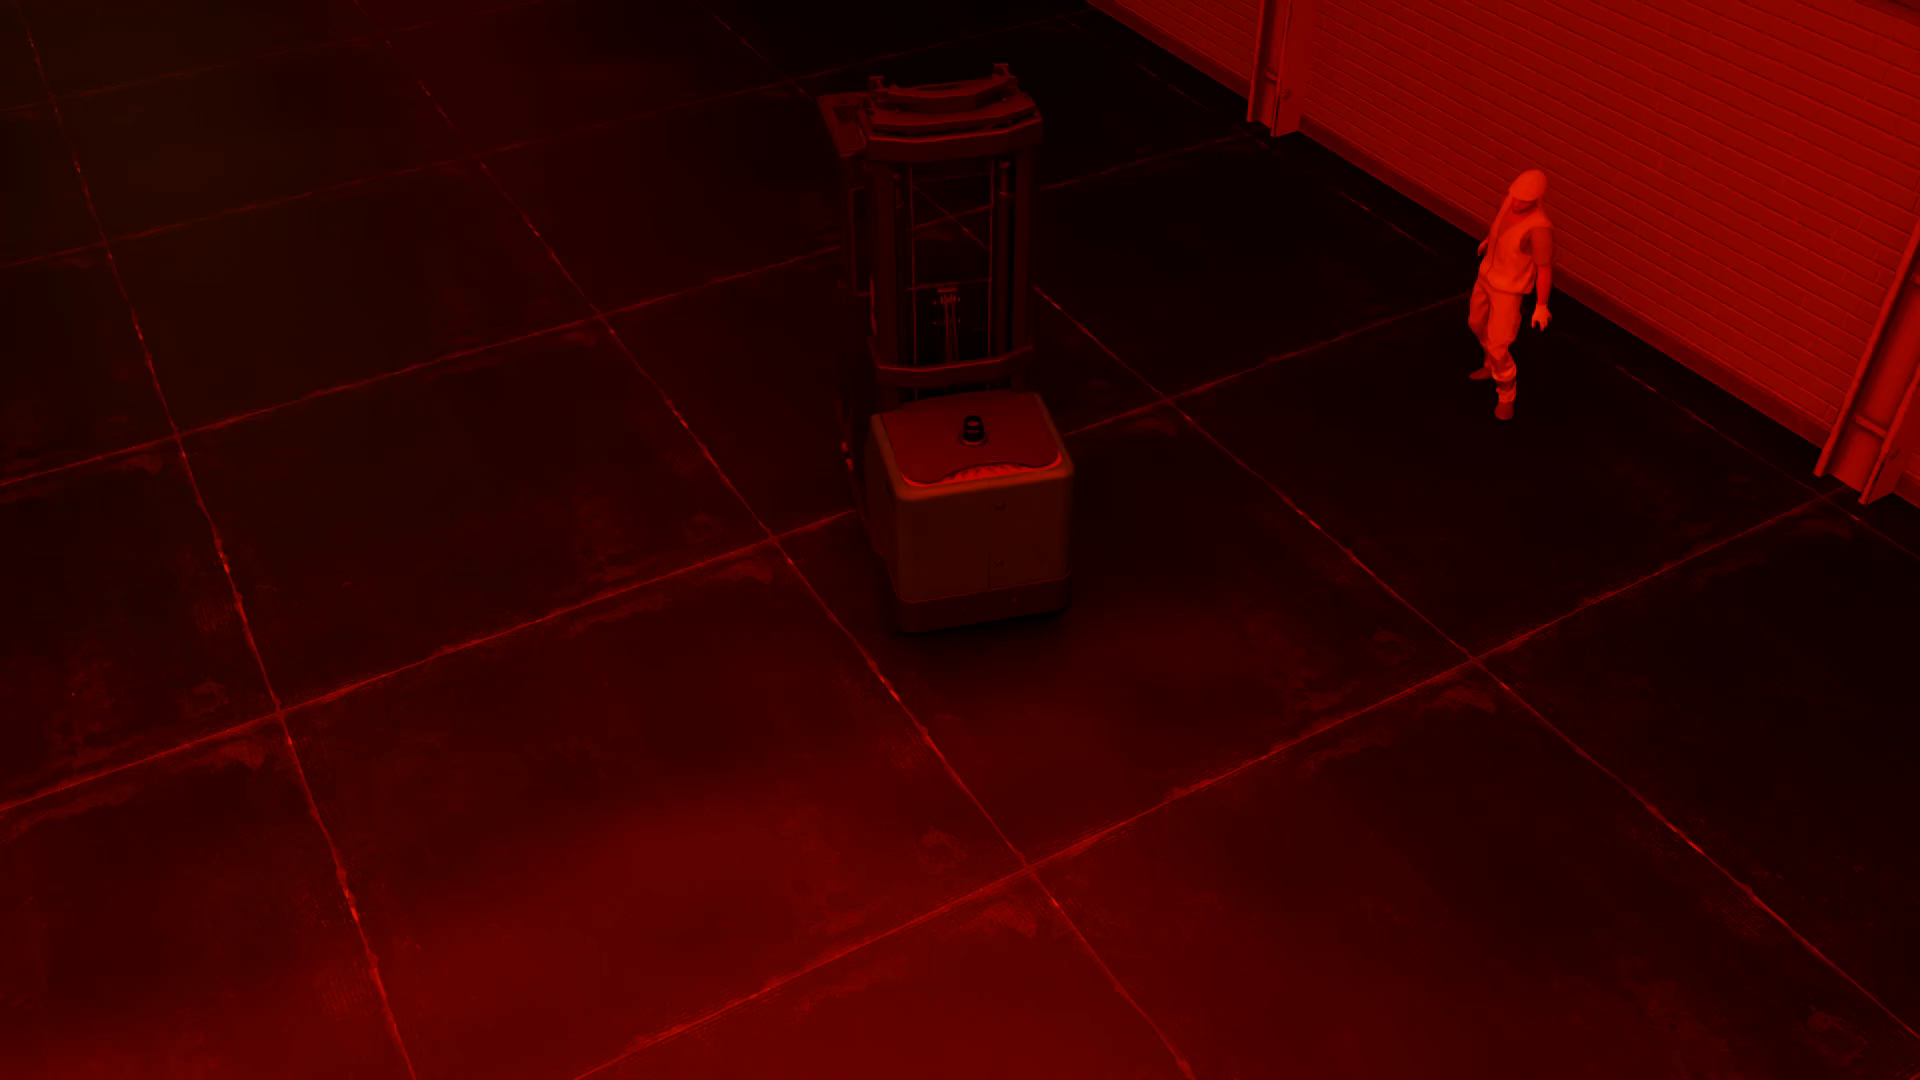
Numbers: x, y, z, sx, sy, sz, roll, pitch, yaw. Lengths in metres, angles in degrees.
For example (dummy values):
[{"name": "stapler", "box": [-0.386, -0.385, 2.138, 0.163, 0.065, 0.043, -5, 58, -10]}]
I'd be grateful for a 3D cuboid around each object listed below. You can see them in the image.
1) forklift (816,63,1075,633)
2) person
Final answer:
[{"name": "forklift", "box": [-0.191, -1.540, 9.893, 1.130, 2.935, 3.031, -9, 40, -10]}, {"name": "person", "box": [3.663, -1.726, 11.100, 0.484, 1.756, 0.890, -8, 40, -10]}]
